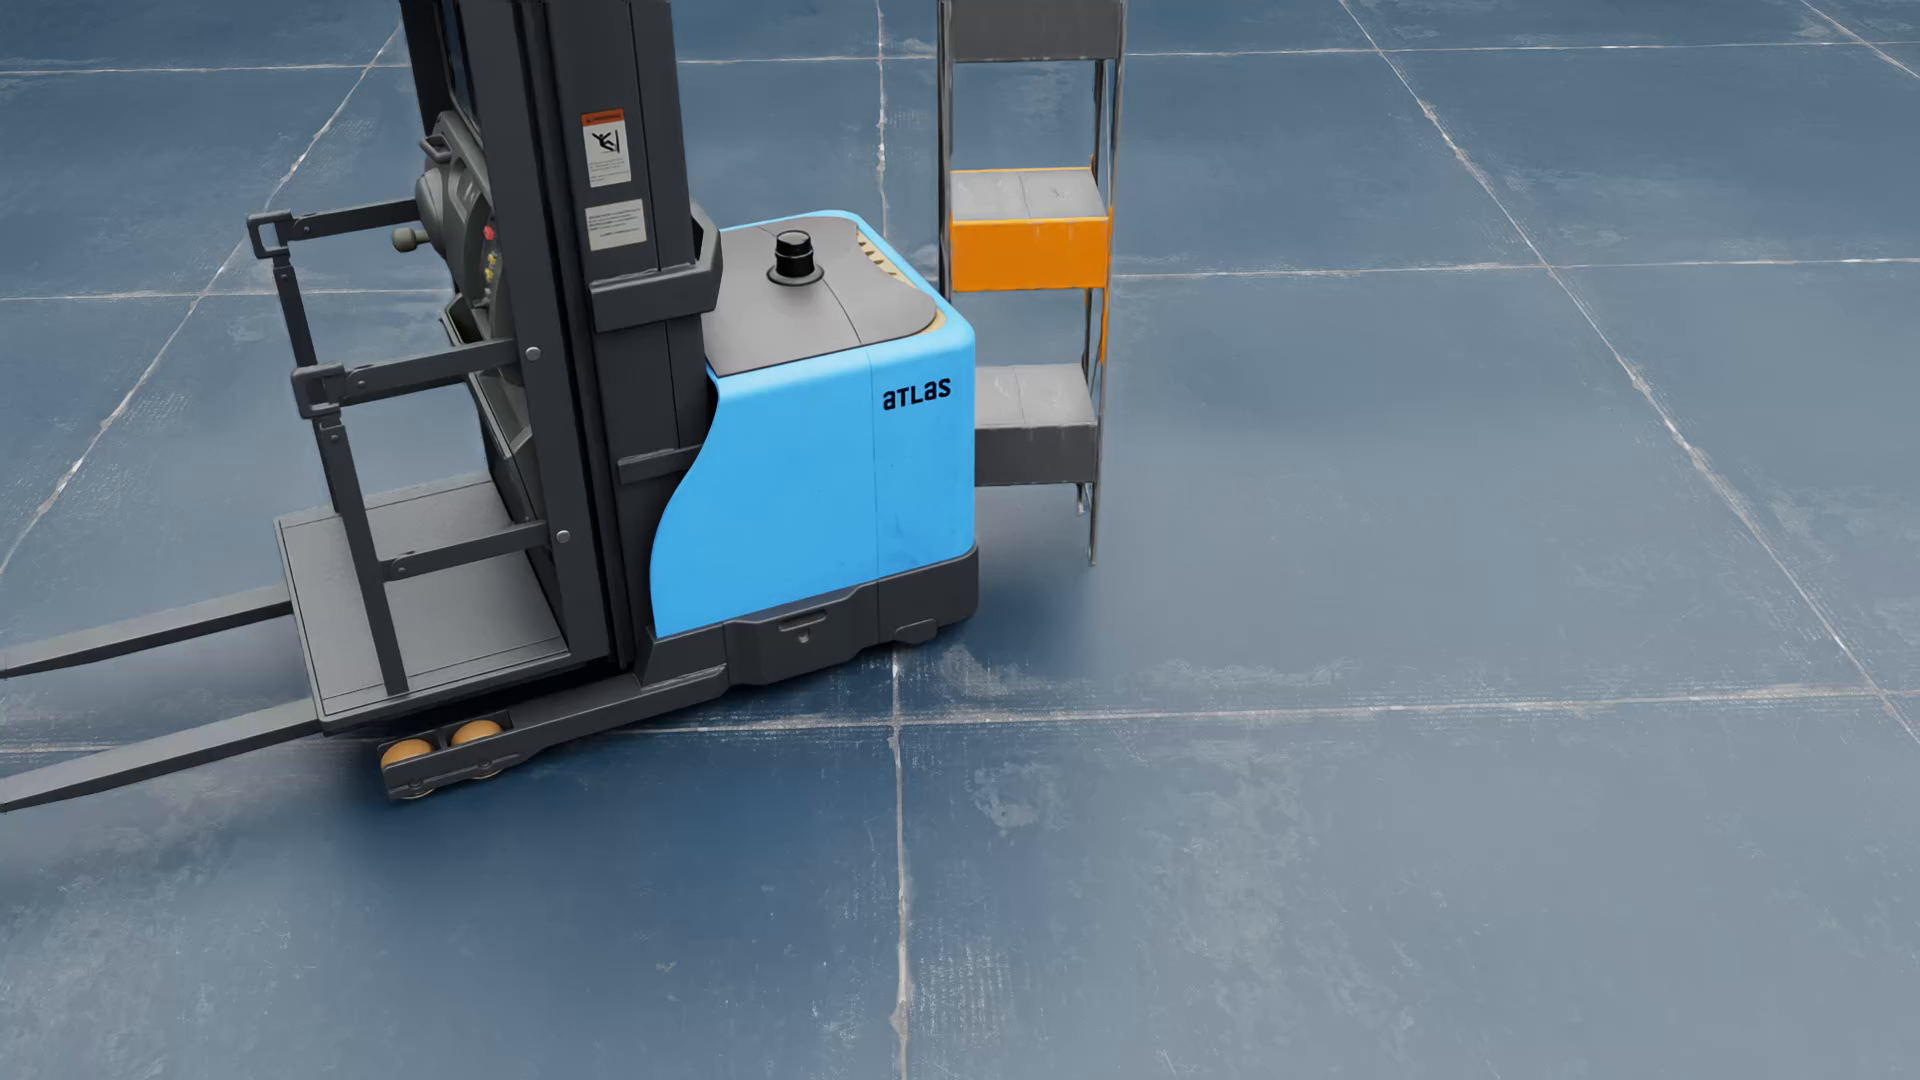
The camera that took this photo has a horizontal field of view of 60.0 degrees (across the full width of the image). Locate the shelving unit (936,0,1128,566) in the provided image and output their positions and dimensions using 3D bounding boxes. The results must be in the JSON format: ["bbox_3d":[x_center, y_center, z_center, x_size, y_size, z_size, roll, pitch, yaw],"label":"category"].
[{"bbox_3d":[0.195,-0.879,5.175,0.503,2.100,0.431,-2,35,-3],"label":"shelving unit"}]

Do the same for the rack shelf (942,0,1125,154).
[{"bbox_3d":[0.195,-1.443,4.784,0.480,0.518,0.431,-2,35,-3],"label":"rack shelf"}]

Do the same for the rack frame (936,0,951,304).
[{"bbox_3d":[-0.048,-0.869,5.161,0.015,2.100,0.400,-2,35,-3],"label":"rack frame"}]

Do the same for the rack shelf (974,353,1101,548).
[{"bbox_3d":[0.195,-0.292,5.581,0.480,0.518,0.431,-2,35,-3],"label":"rack shelf"}]

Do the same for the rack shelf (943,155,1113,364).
[{"bbox_3d":[0.195,-0.868,5.182,0.480,0.518,0.431,-2,35,-3],"label":"rack shelf"}]

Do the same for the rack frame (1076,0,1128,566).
[{"bbox_3d":[0.438,-0.889,5.189,0.015,2.100,0.400,-2,35,-3],"label":"rack frame"}]

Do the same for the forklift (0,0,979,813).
[{"bbox_3d":[-1.501,-0.819,4.357,3.031,2.935,1.130,-15,37,-20],"label":"forklift"}]
